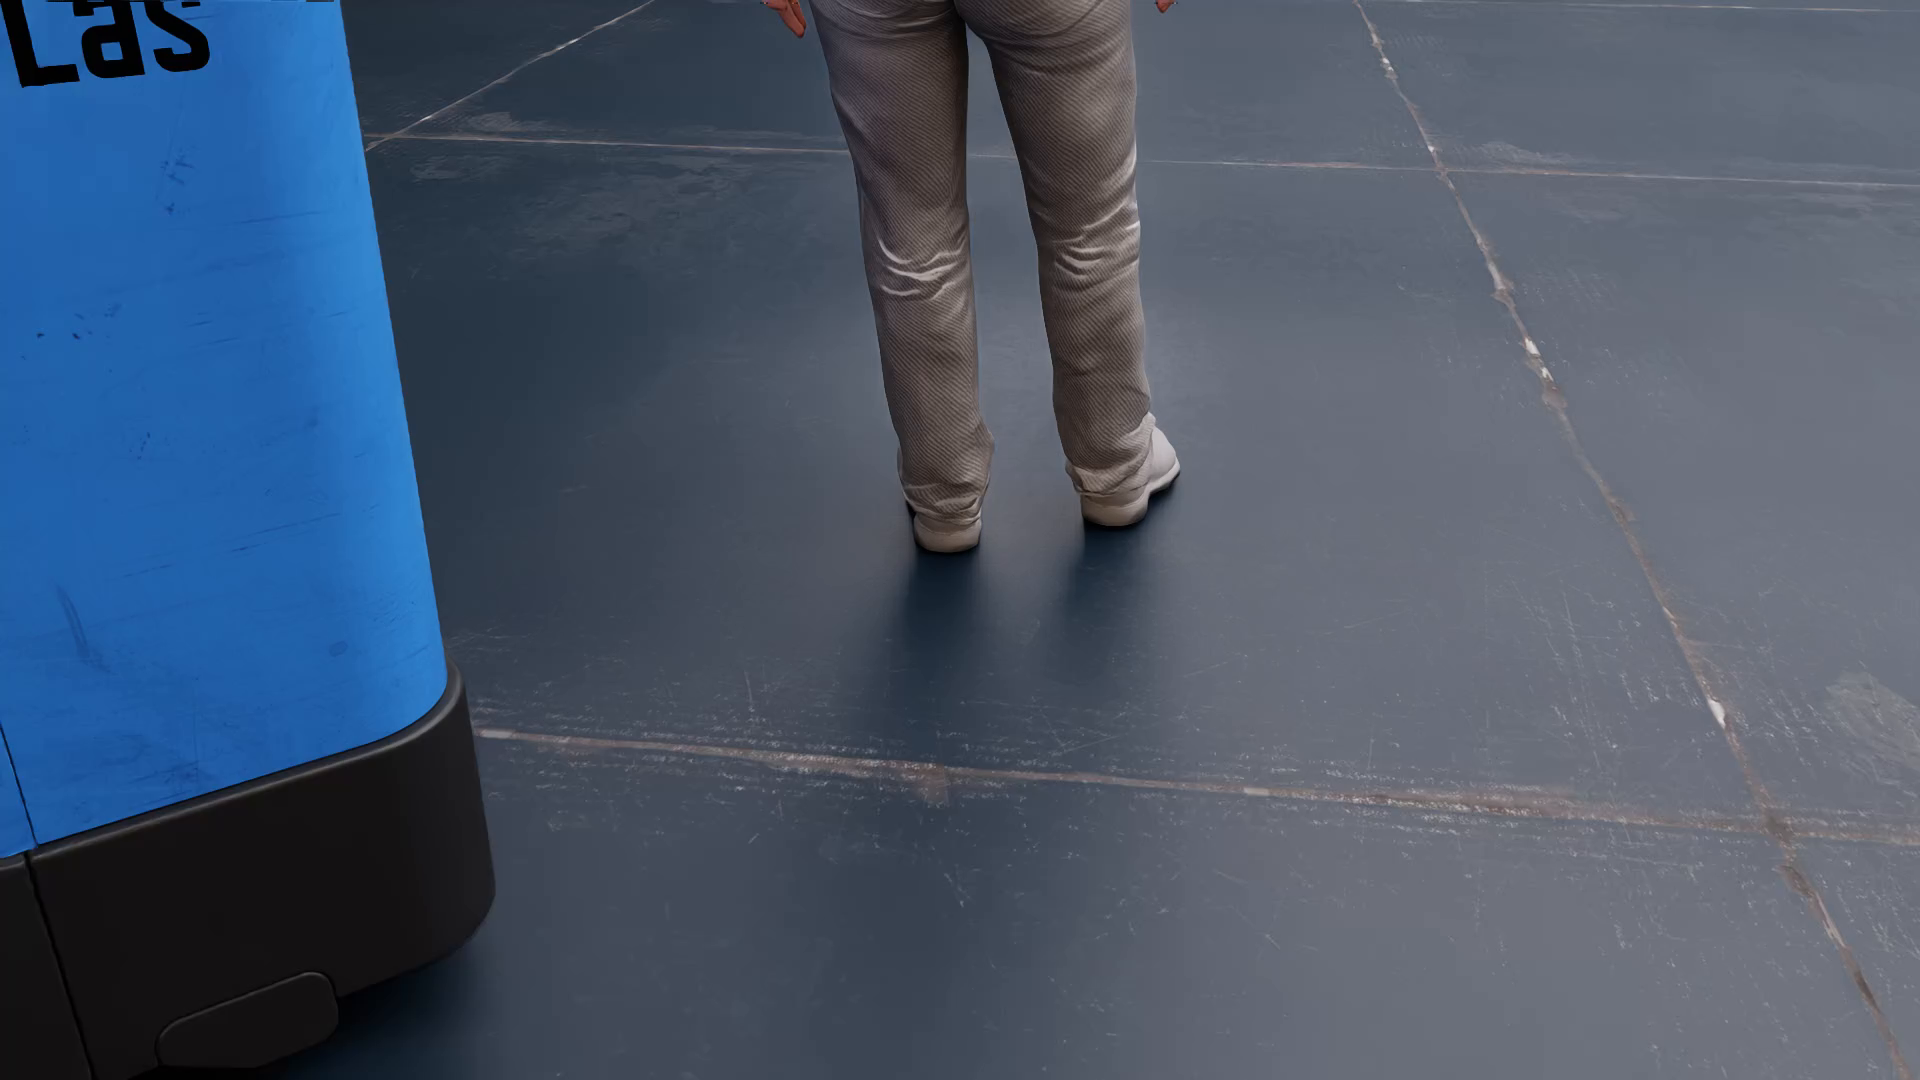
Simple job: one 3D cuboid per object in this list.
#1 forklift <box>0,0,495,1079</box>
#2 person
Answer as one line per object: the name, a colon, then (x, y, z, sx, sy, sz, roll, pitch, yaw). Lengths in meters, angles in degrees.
forklift: (-1.963, -0.692, 0.604, 3.031, 2.935, 1.130, -17, 31, -30)
person: (0.016, -0.828, 2.156, 0.633, 1.775, 0.566, 3, 27, 7)
